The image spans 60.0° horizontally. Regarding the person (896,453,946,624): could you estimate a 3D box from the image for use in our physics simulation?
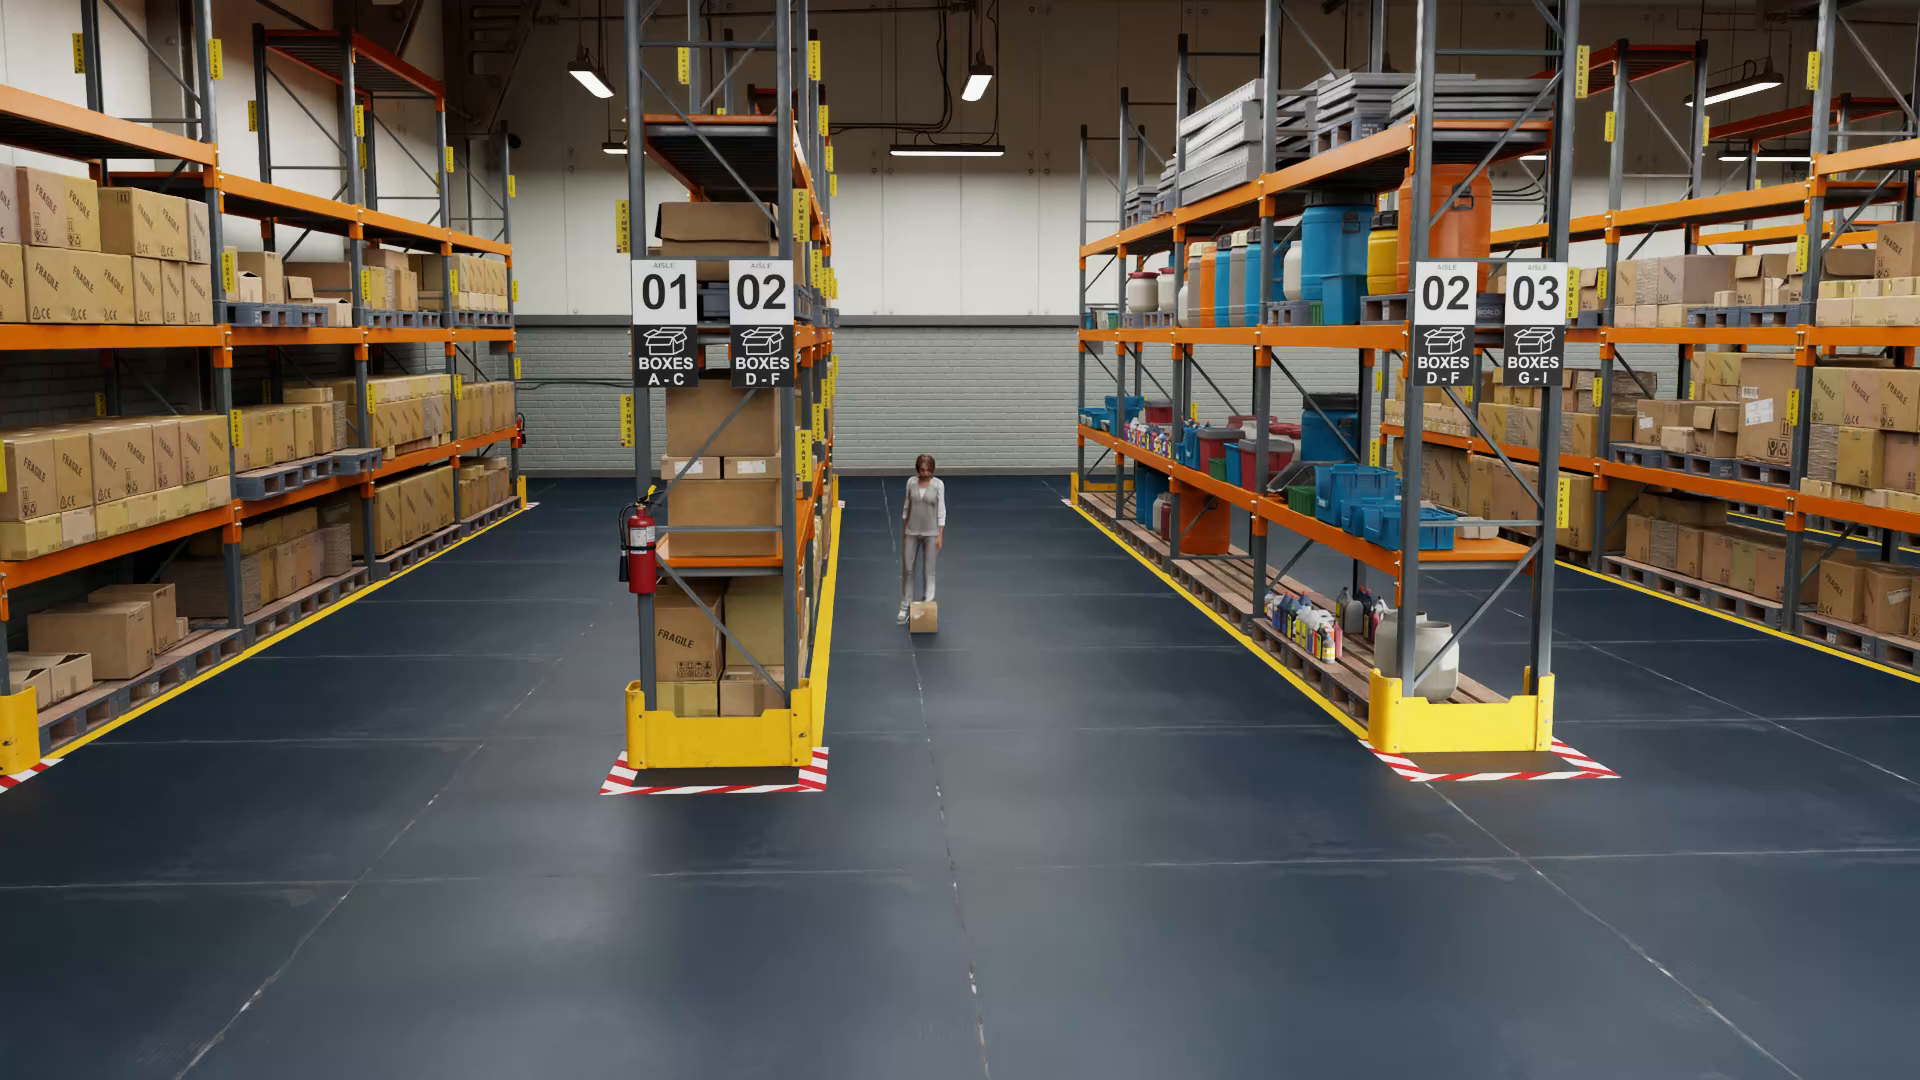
[{"bbox_3d":[-0.370,-0.003,15.826,0.461,1.581,0.398,1,7,5],"label":"person"}]
